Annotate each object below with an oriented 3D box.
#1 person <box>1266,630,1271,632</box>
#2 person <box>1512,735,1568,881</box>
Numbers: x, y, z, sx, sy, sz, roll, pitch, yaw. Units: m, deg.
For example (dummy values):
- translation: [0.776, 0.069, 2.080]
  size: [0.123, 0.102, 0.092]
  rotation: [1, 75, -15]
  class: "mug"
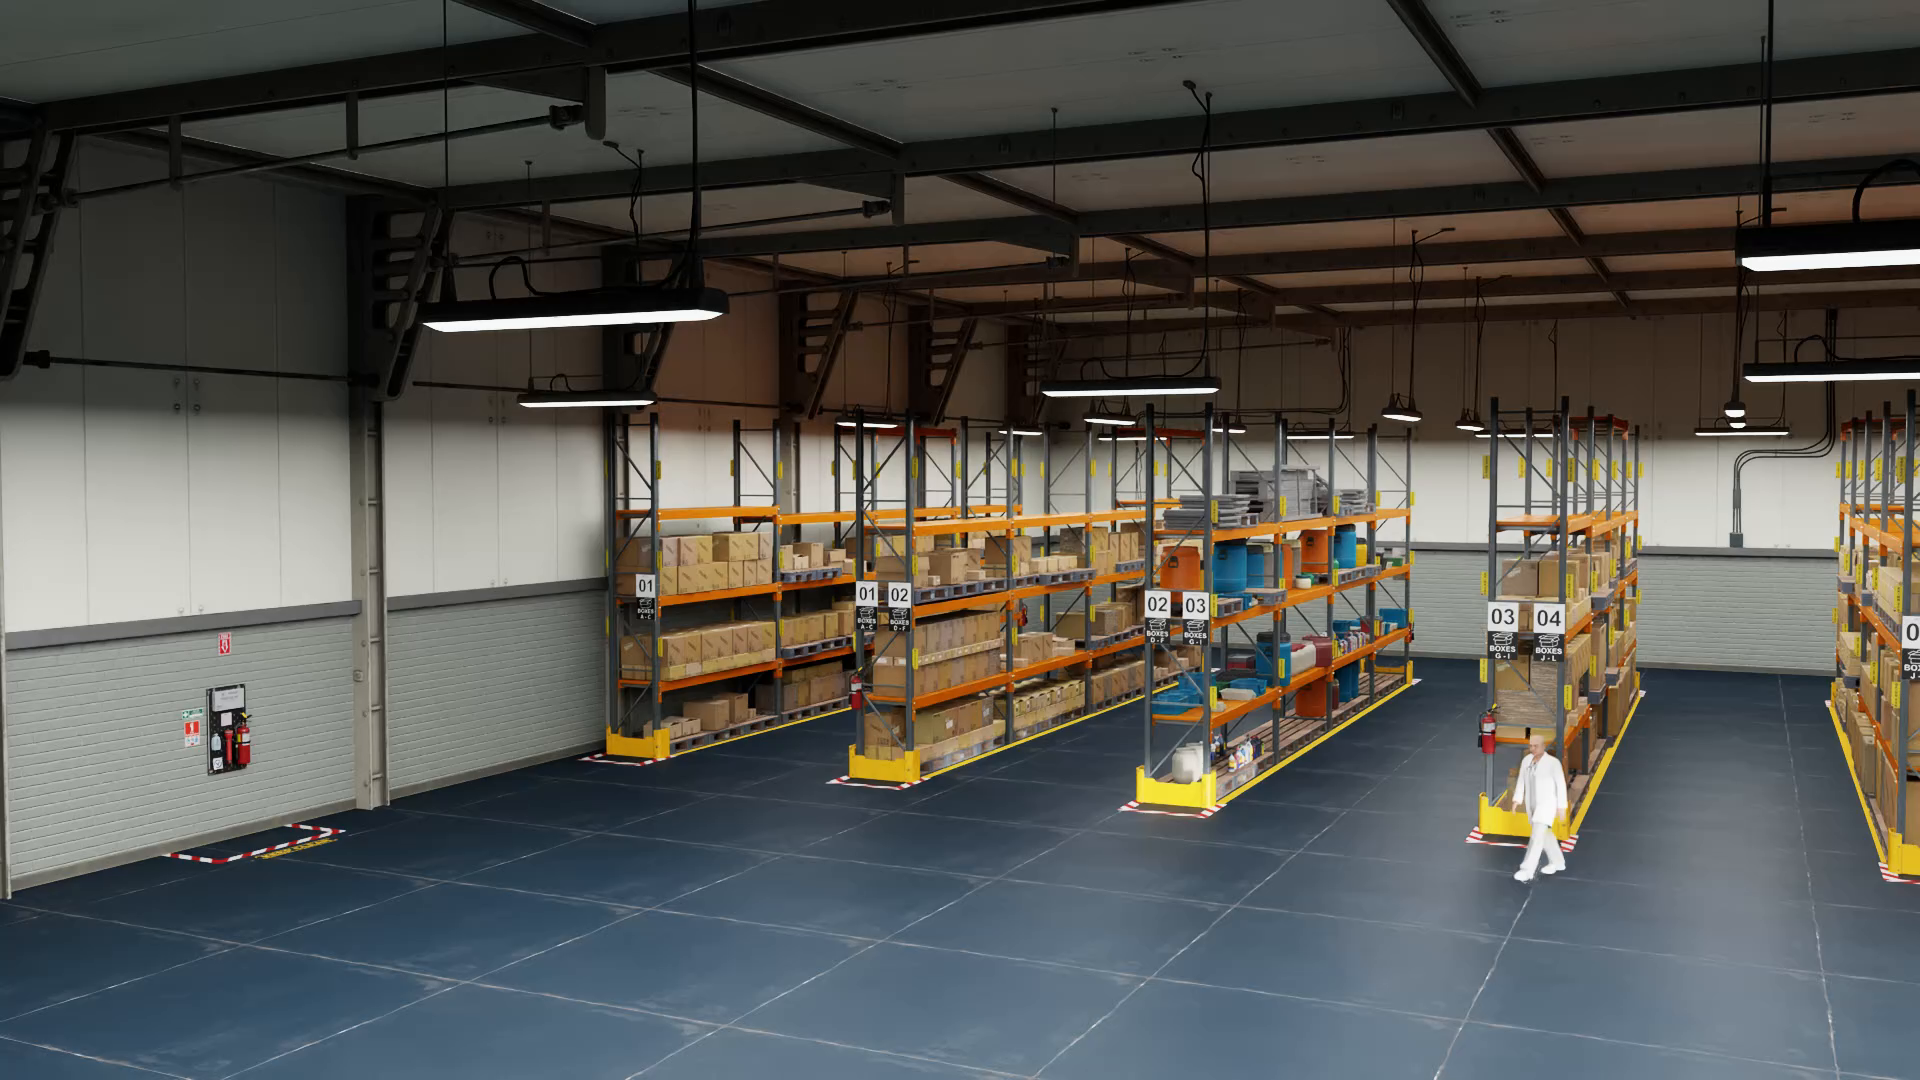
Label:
- translation: [6.590, 2.725, 35.578]
  size: [0.436, 1.518, 0.903]
  rotation: [2, 3, 39]
  class: "person"
- translation: [7.045, 3.251, 20.325]
  size: [1.063, 1.735, 0.611]
  rotation: [-1, 3, -25]
  class: "person"
